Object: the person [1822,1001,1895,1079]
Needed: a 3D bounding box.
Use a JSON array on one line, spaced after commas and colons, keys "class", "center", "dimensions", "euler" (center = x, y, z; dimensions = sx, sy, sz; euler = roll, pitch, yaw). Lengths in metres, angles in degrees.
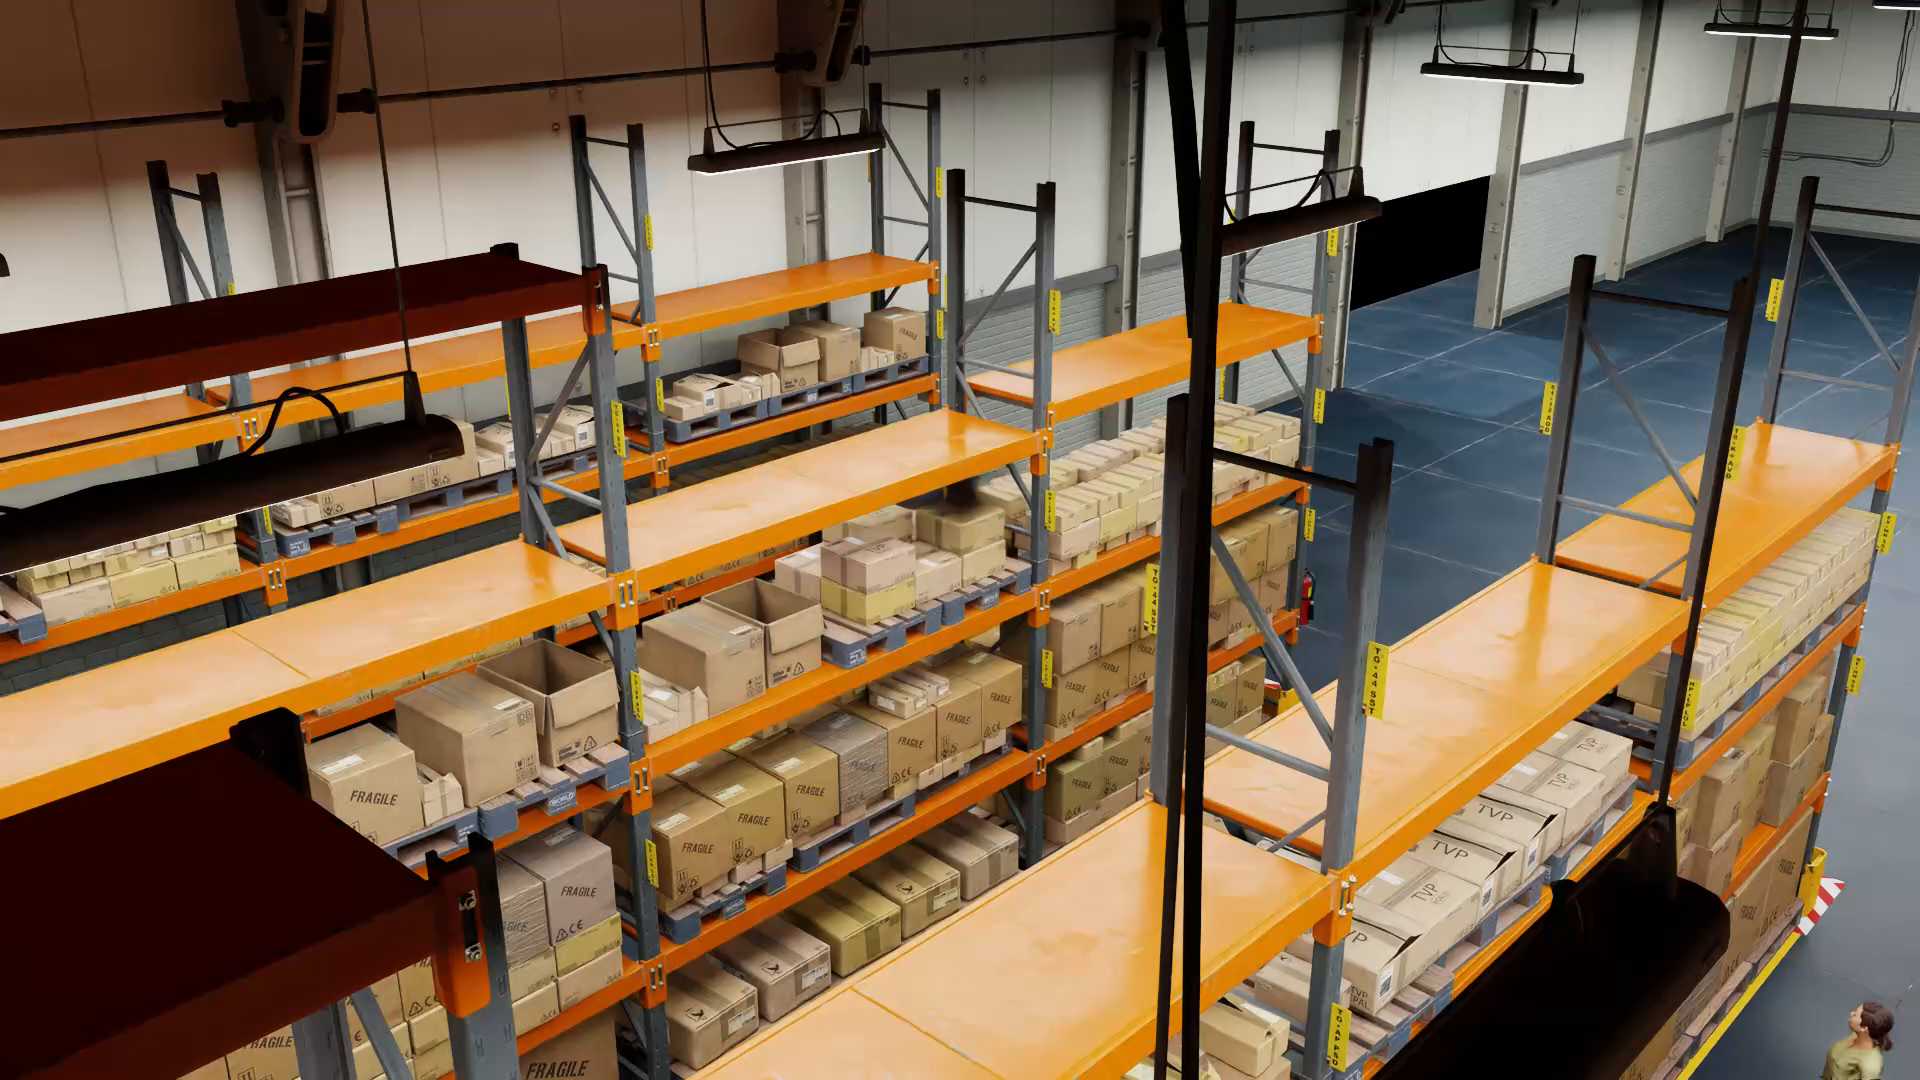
[{"class": "person", "center": [5.579, 3.598, 10.415], "dimensions": [0.523, 1.659, 0.446], "euler": [-5, 22, -12]}]
